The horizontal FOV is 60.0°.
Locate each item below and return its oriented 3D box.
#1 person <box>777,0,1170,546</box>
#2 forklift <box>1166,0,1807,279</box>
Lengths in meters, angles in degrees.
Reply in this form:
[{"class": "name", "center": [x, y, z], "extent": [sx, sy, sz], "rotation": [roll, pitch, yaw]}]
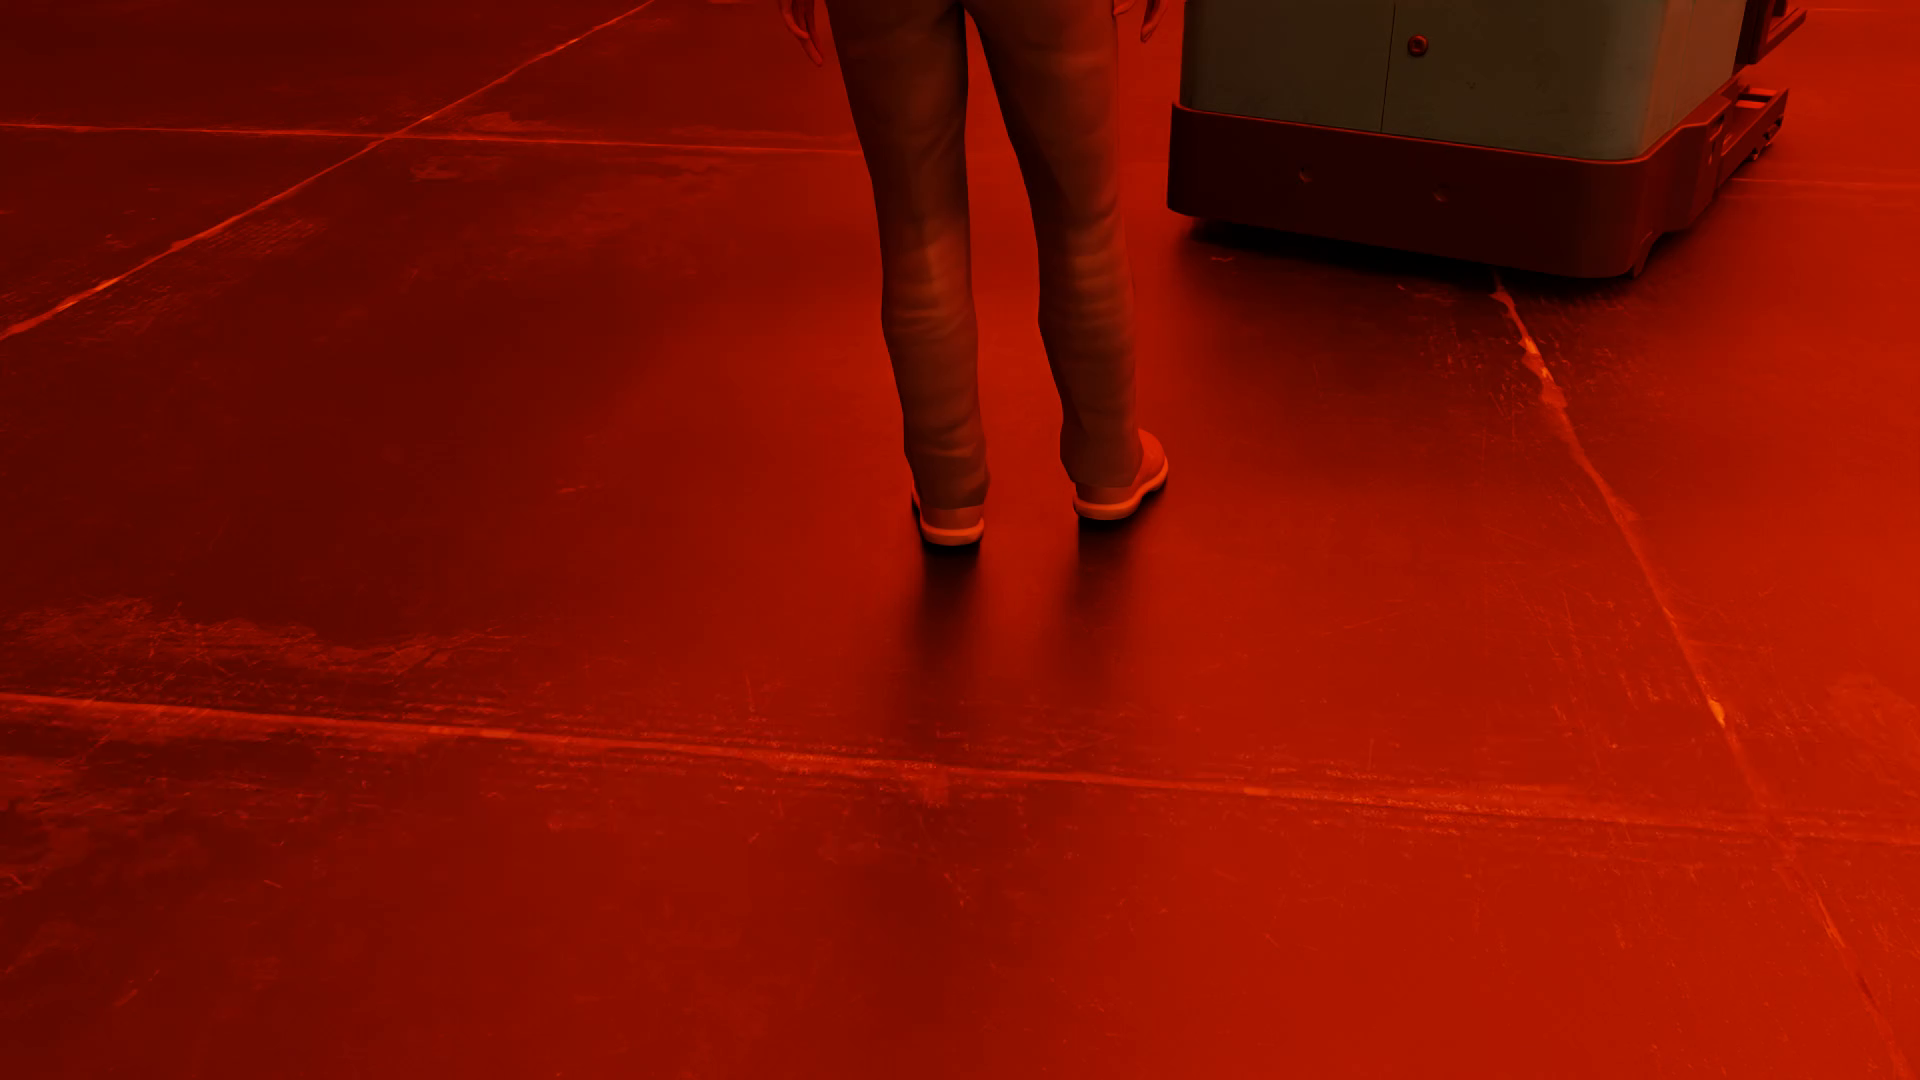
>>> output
[{"class": "person", "center": [0.031, -0.784, 2.203], "extent": [0.570, 1.654, 0.504], "rotation": [3, 27, 7]}, {"class": "forklift", "center": [1.704, -2.460, 4.148], "extent": [1.130, 2.935, 3.031], "rotation": [16, 31, 29]}]
